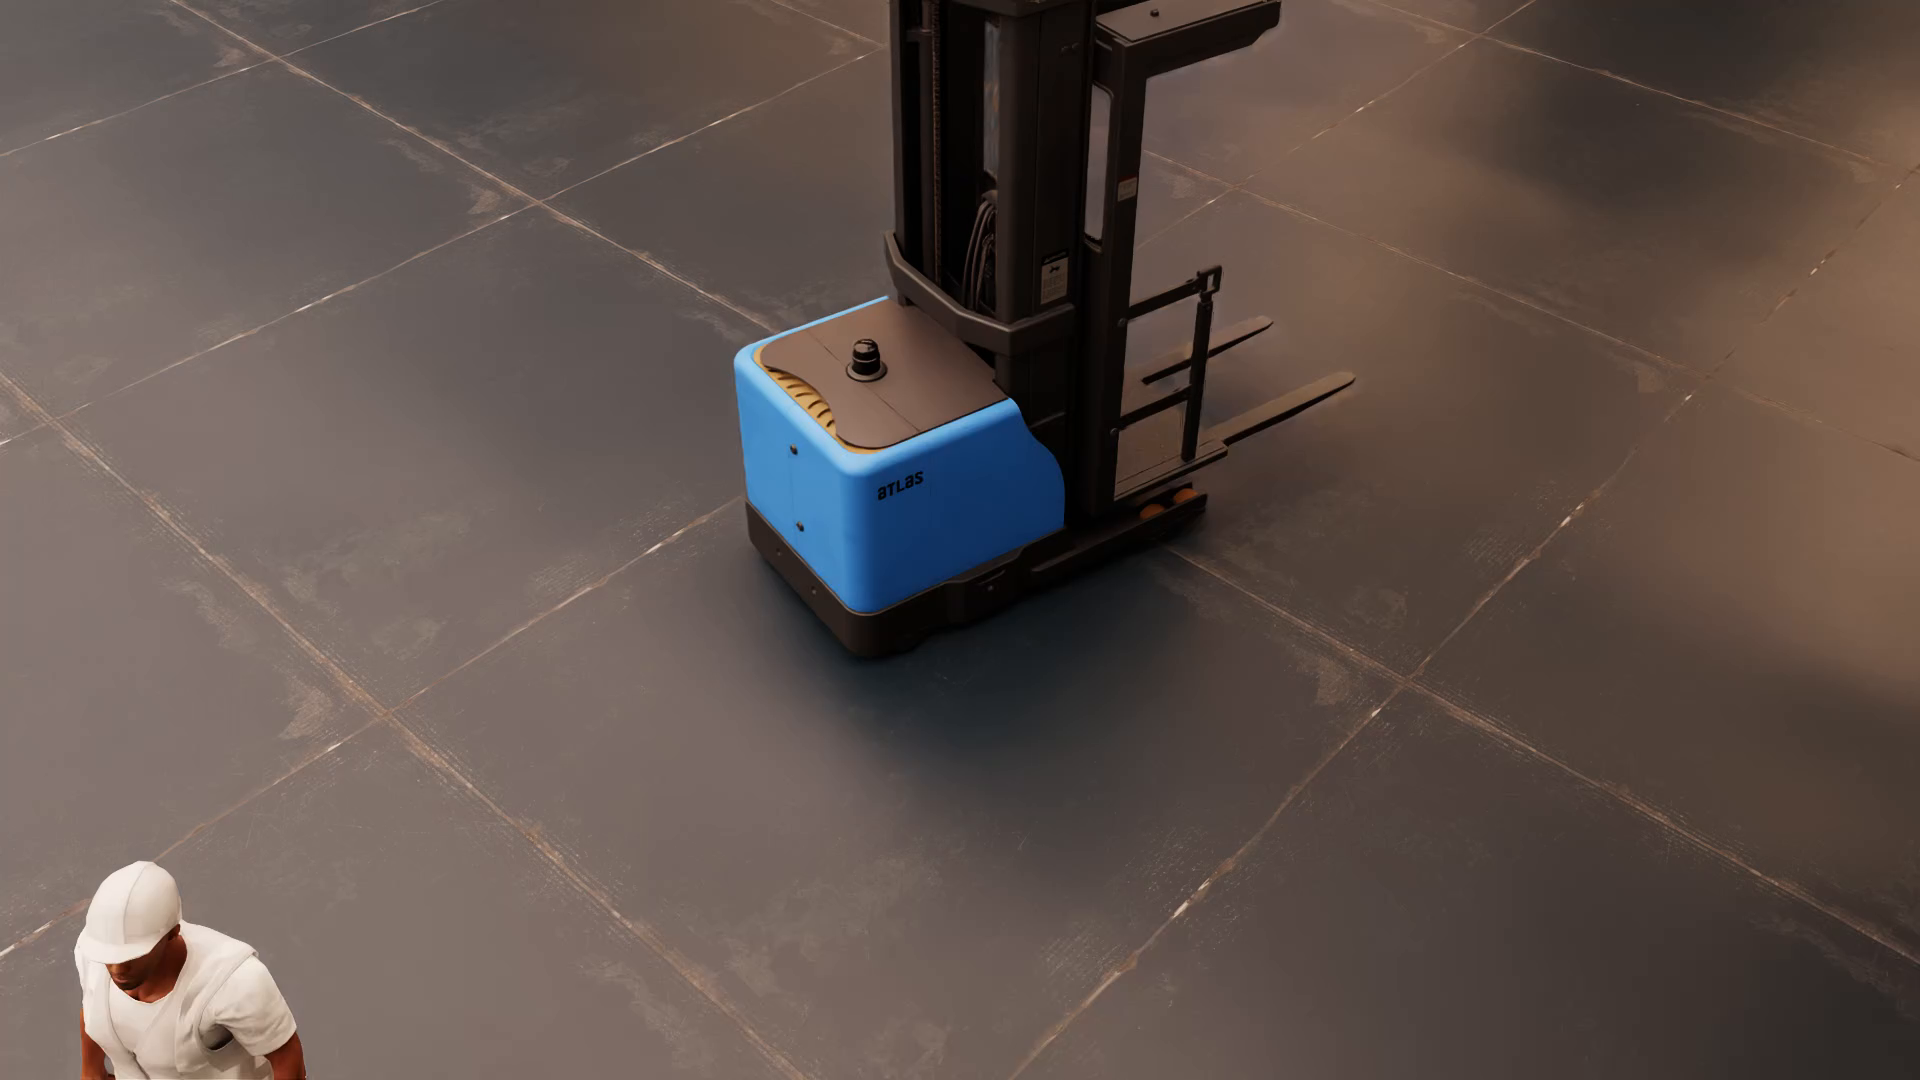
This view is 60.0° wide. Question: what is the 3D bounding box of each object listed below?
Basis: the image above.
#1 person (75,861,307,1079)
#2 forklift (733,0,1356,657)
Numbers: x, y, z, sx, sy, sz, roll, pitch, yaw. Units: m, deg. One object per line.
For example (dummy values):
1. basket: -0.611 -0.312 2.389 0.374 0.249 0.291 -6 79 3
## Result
1. person: -2.094 1.563 4.490 0.665 1.766 0.577 9 41 10
2. forklift: 0.539 -1.377 7.033 3.031 2.935 1.130 -24 46 -25
